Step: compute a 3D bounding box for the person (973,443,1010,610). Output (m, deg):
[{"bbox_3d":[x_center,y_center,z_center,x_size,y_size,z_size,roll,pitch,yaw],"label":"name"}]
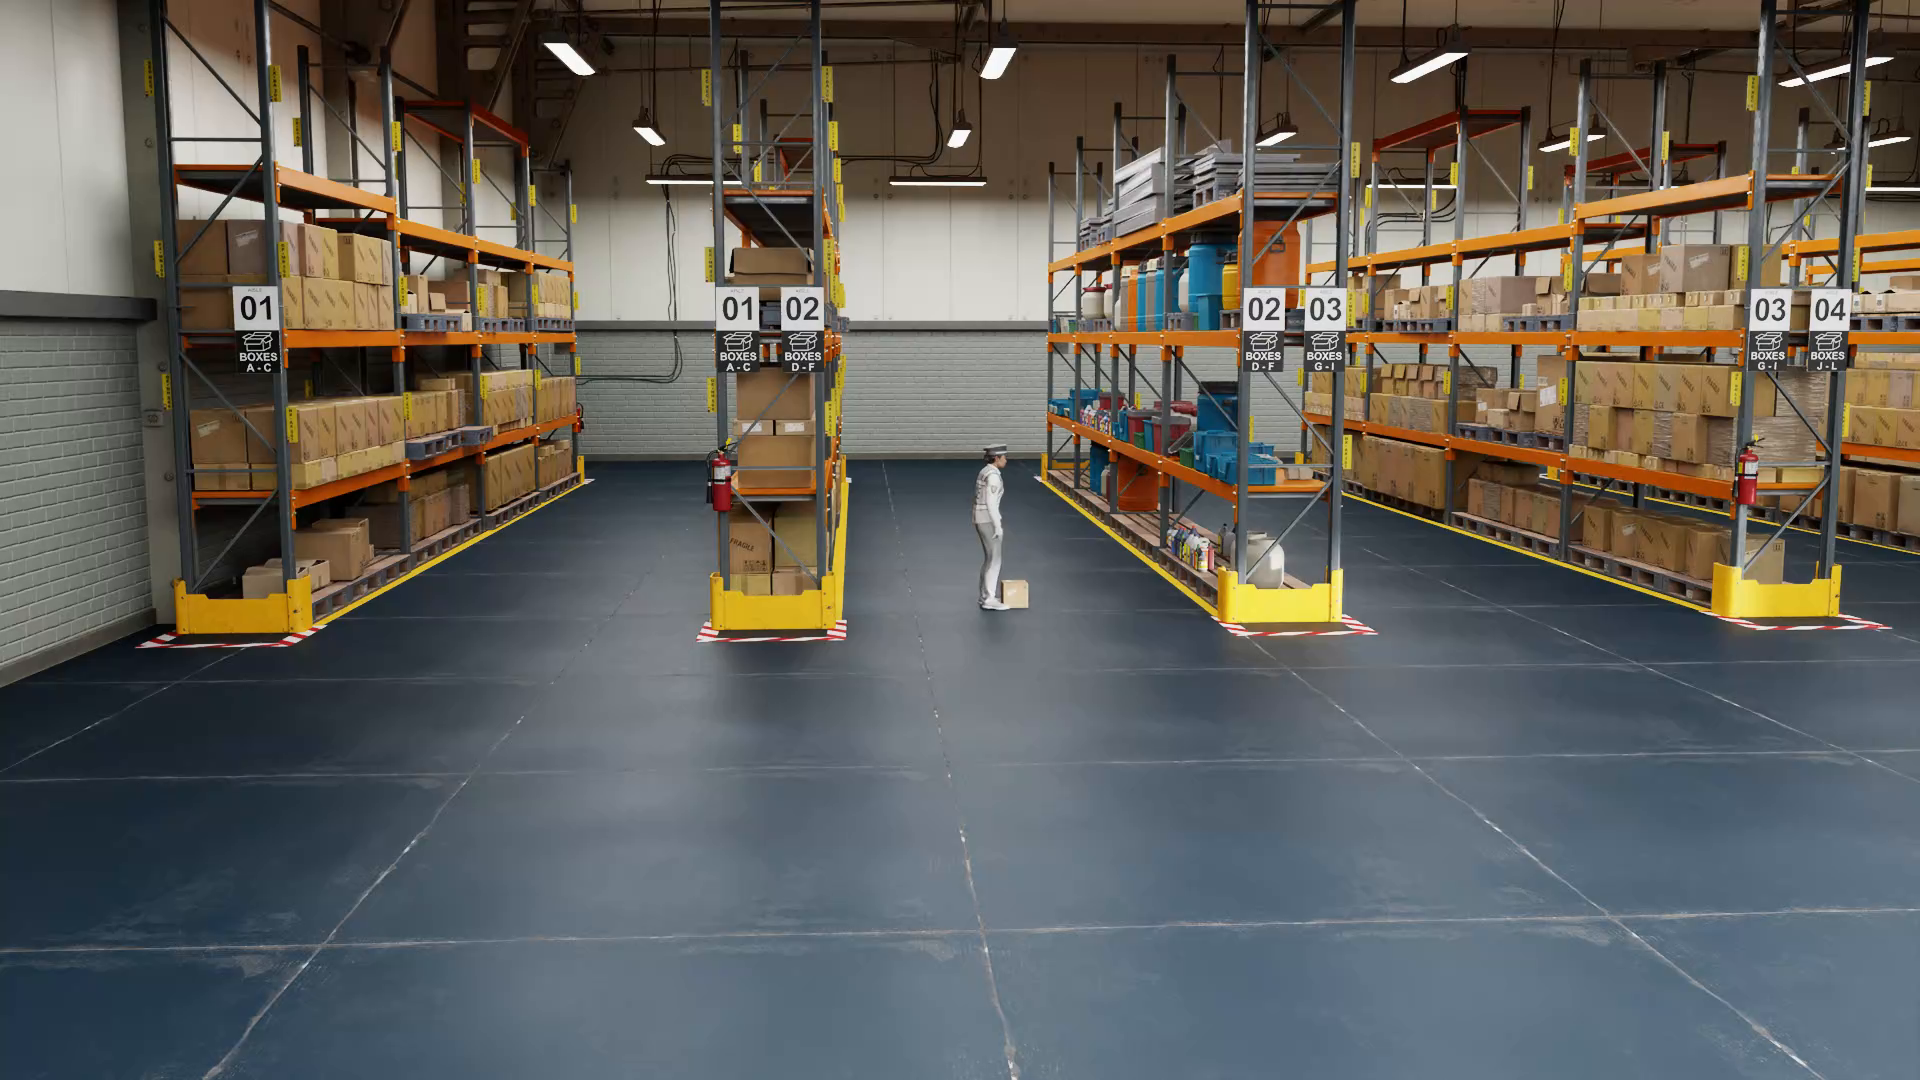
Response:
[{"bbox_3d":[0.318,-0.149,16.943,0.369,1.667,0.546,-1,7,-6],"label":"person"}]
